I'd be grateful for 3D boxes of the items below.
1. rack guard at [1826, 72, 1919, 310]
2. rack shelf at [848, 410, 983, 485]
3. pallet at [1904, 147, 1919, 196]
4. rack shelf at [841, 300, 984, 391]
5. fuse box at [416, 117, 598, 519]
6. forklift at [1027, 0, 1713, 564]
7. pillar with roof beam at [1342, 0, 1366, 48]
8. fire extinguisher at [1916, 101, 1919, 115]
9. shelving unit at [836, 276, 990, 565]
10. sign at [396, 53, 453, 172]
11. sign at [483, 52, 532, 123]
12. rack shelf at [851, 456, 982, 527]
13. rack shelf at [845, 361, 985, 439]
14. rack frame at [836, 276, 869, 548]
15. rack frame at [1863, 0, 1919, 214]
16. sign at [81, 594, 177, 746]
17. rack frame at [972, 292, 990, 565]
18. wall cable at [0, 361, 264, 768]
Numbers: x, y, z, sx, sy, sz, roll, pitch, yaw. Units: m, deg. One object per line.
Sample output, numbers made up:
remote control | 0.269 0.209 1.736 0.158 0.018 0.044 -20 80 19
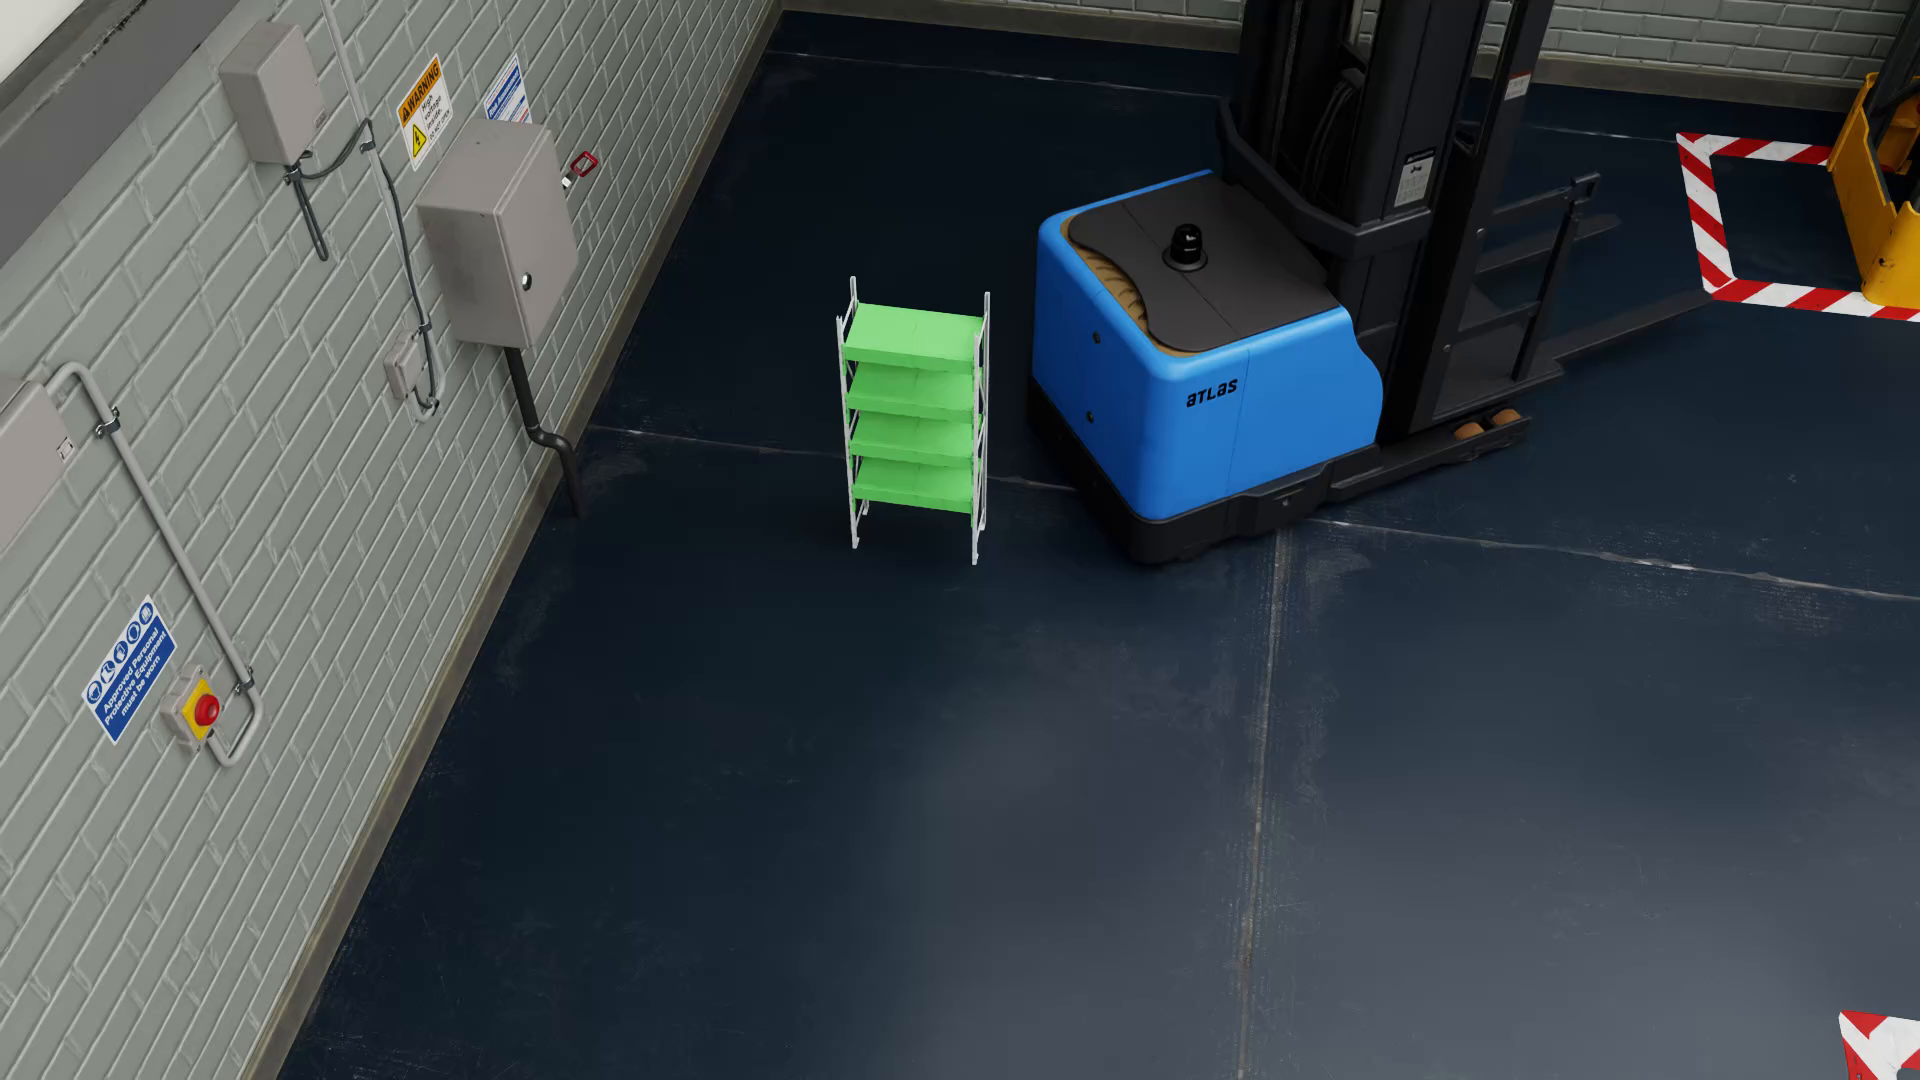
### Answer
rack guard | 4.469 -1.667 7.884 0.348 0.500 1.175 8 49 7
rack shelf | -0.163 -0.380 6.343 0.480 0.148 0.258 8 49 7
pallet | 5.254 -1.466 7.897 1.213 0.211 1.003 8 49 7
rack shelf | -0.163 -0.701 5.986 0.480 0.148 0.258 8 49 7
fuse box | -1.521 -0.695 6.196 0.414 1.711 0.539 8 49 7
forklift | 1.843 -1.647 6.232 3.031 2.935 1.130 -20 51 -17
pillar with roof beam | 1.135 -2.383 2.813 0.400 9.000 9.100 8 49 7
fire extinguisher | 4.167 -2.043 6.844 0.183 0.674 0.296 8 49 7
shelving unit | -0.163 -0.423 6.295 0.503 1.200 0.258 8 49 7
sign | -1.734 -1.389 5.398 0.001 0.242 0.339 8 49 7
sign | -1.637 -1.483 6.102 0.001 0.494 0.329 8 49 7
rack shelf | -0.163 -0.220 6.521 0.480 0.148 0.258 8 49 7
rack shelf | -0.163 -0.541 6.164 0.480 0.148 0.258 8 49 7
rack frame | -0.403 -0.455 6.324 0.015 1.200 0.240 8 49 7
rack frame | 4.394 -2.513 6.963 0.127 3.000 1.000 8 49 7
sign | -2.107 0.329 4.228 0.001 0.218 0.327 8 49 7
rack frame | 0.077 -0.391 6.266 0.015 1.200 0.240 8 49 7
wall cable | -2.038 0.042 3.963 0.123 1.953 0.585 8 49 7
